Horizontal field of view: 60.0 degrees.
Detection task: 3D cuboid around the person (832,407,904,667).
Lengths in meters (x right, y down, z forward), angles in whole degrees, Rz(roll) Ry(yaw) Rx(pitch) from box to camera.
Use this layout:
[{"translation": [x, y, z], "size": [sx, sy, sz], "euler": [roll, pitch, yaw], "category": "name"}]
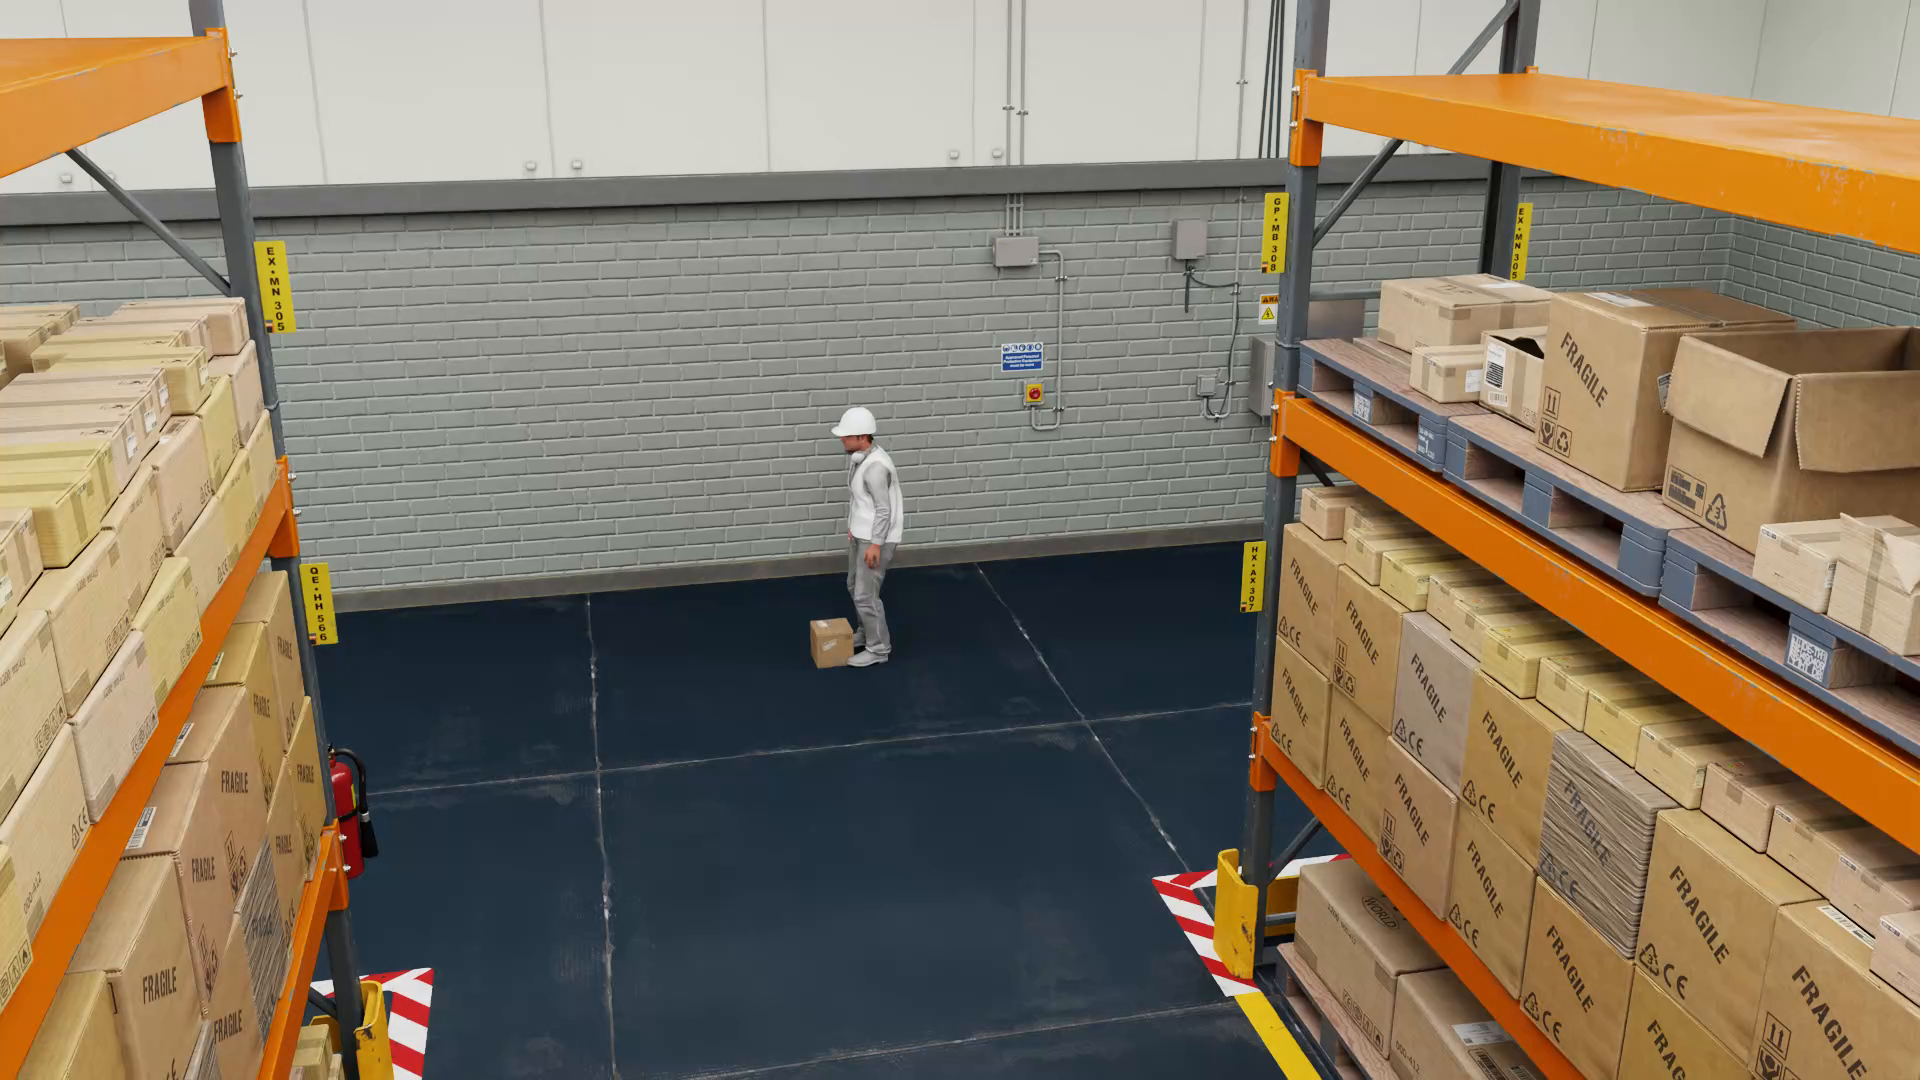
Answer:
[{"translation": [-0.617, -0.037, 11.136], "size": [0.464, 1.770, 0.583], "euler": [-6, 20, -15], "category": "person"}]
